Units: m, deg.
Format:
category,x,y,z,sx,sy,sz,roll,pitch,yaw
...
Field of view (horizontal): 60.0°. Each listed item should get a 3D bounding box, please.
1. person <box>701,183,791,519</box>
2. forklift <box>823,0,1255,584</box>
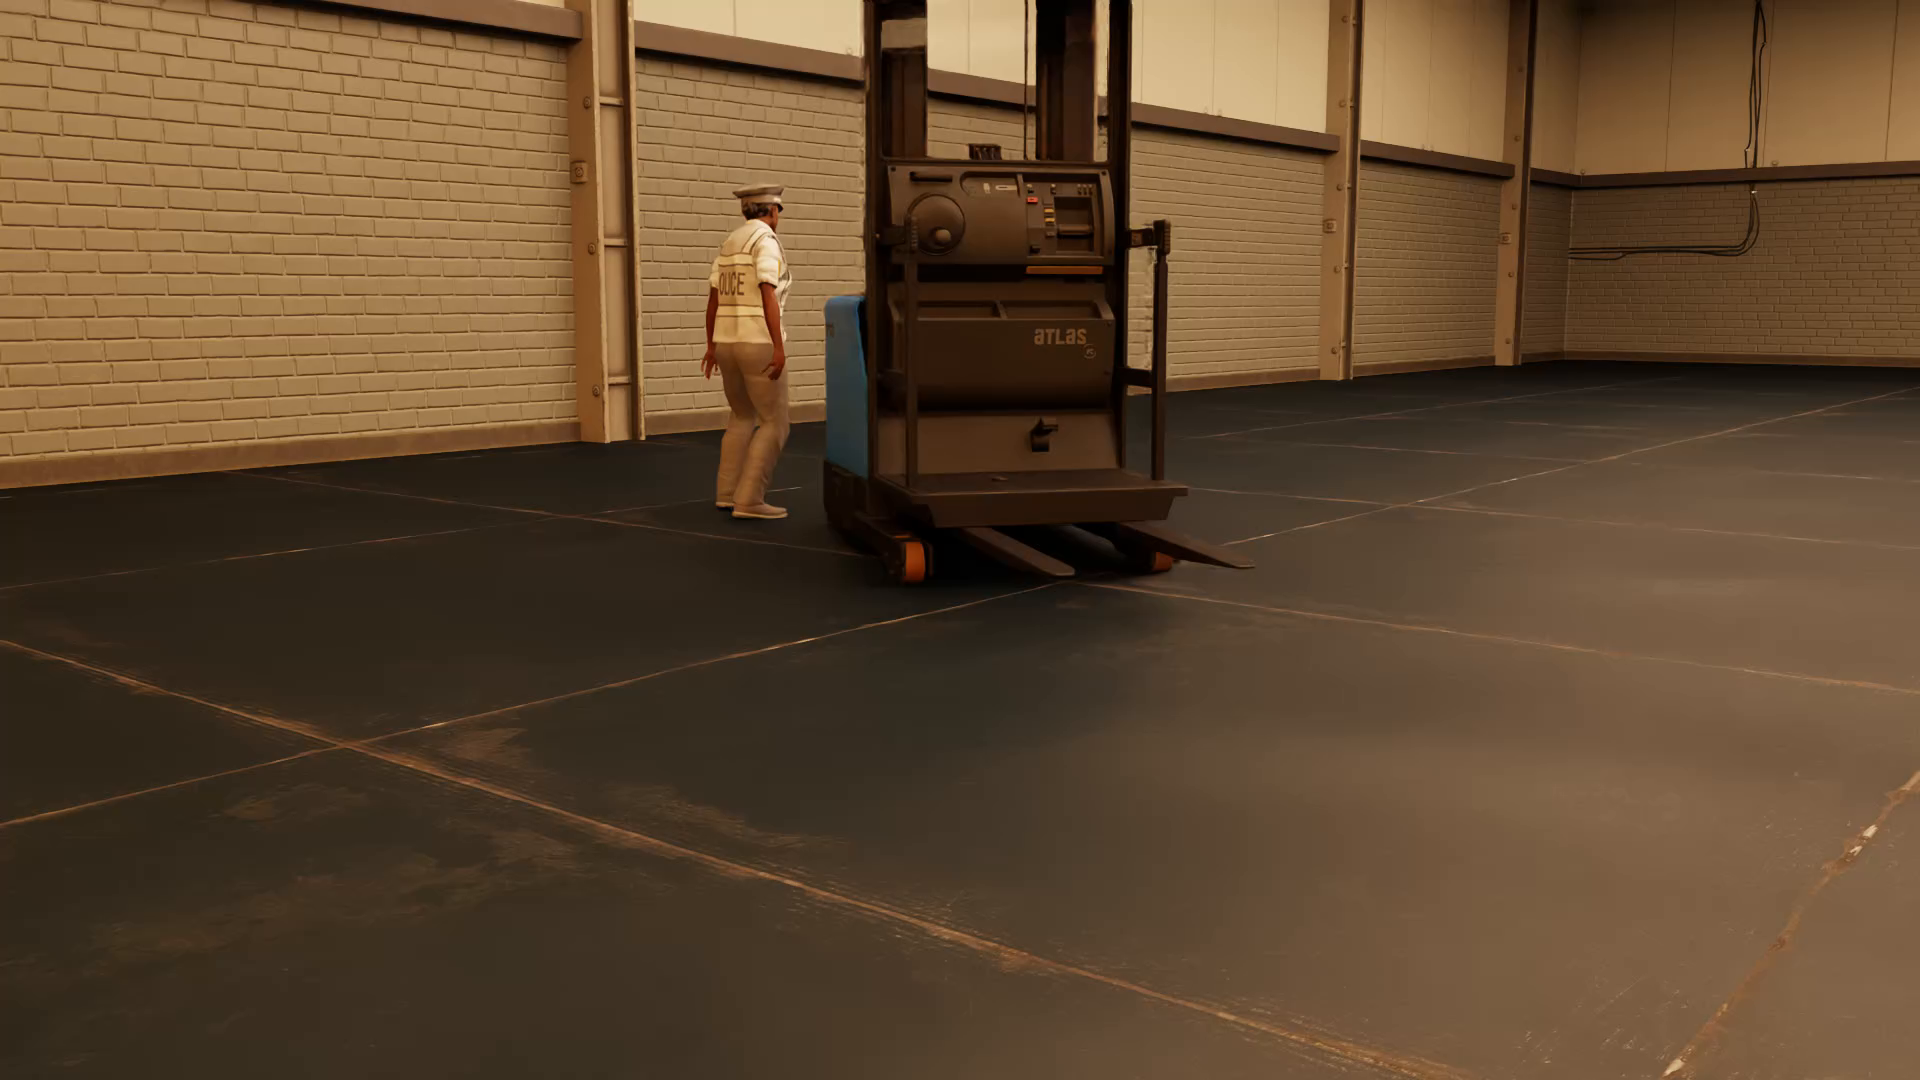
category,x,y,z,sx,sy,sz,roll,pitch,yaw
person,-1.031,-0.929,8.179,0.404,1.632,0.787,-7,11,-40
forklift,0.225,-1.346,6.478,1.130,2.935,3.031,-2,9,-15
